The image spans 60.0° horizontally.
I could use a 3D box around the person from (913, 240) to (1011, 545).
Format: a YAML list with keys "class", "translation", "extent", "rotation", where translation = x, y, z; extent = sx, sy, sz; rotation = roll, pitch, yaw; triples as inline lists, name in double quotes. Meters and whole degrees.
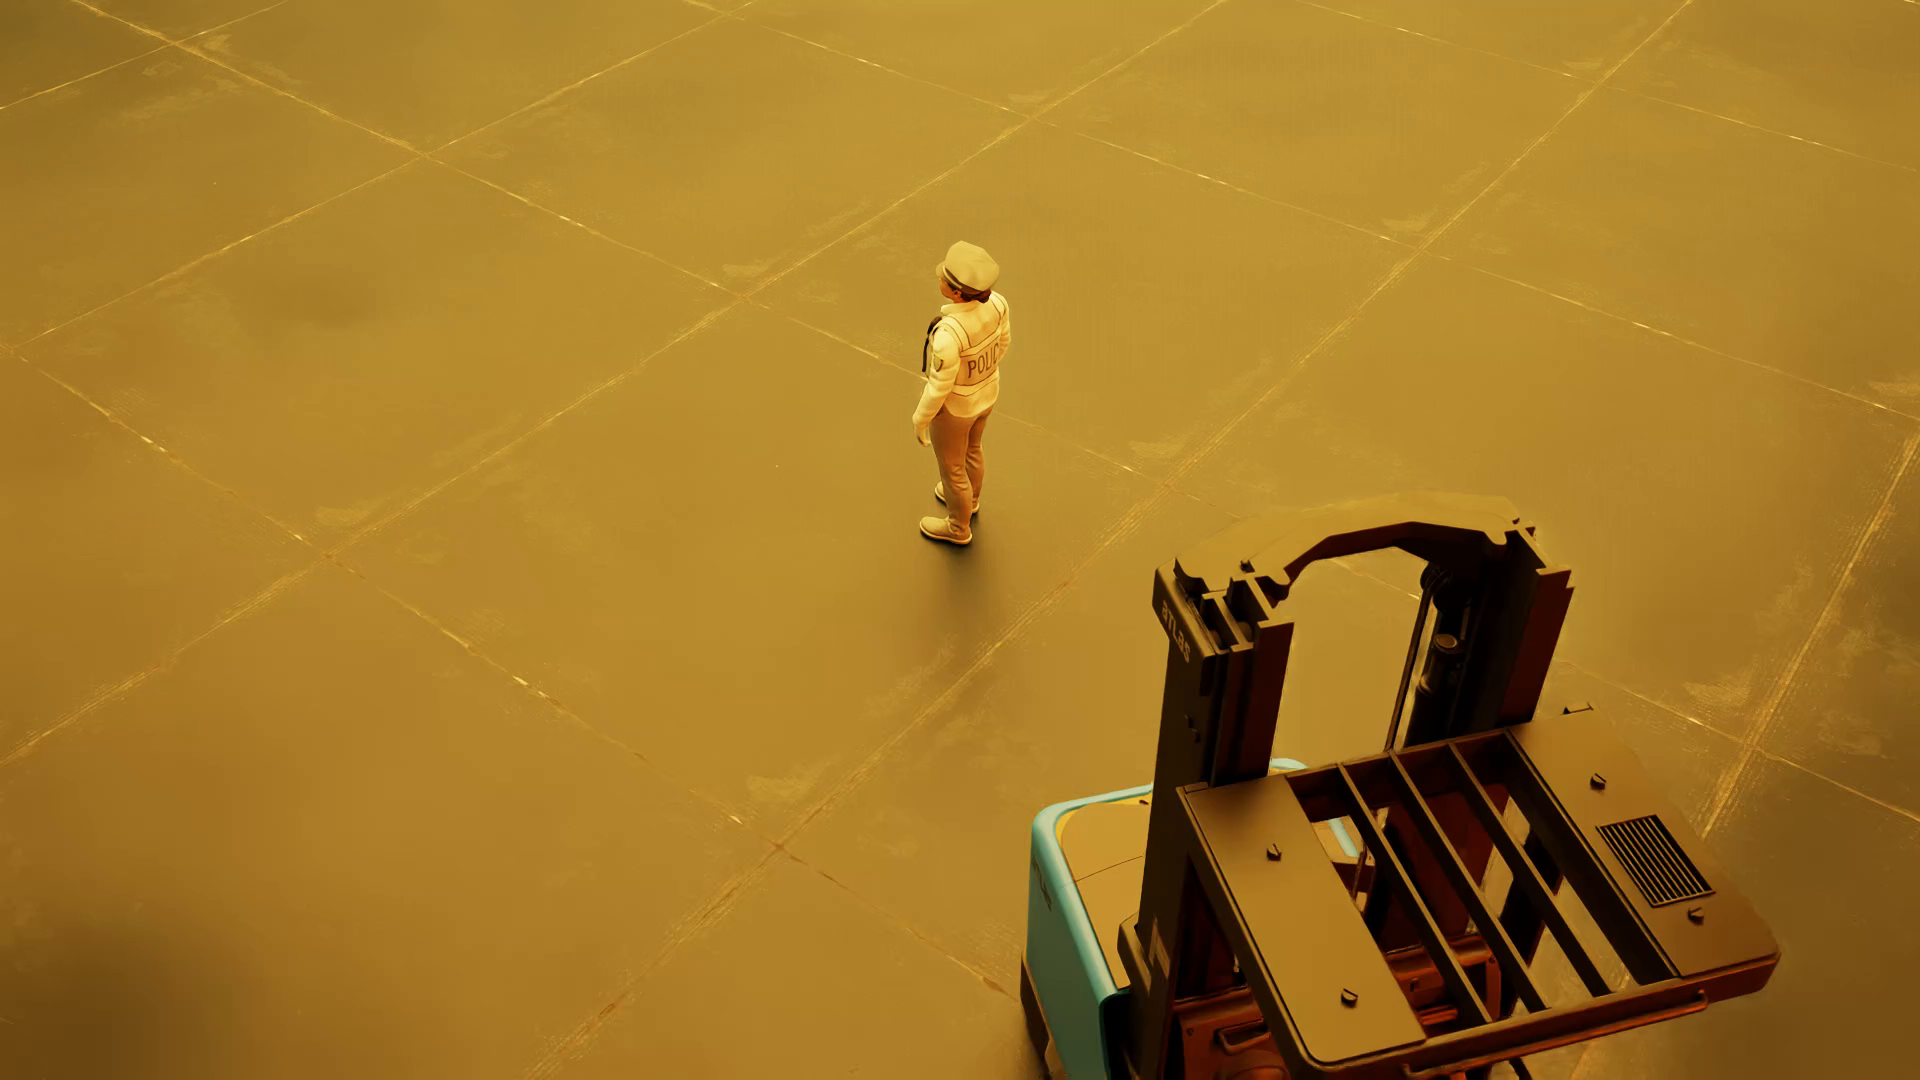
- class: "person"
  translation: [-0.050, -0.681, 7.815]
  extent: [0.532, 1.694, 0.586]
  rotation: [26, 47, 28]

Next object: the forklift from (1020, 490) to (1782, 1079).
- class: "forklift"
  translation: [1.097, 1.453, 4.370]
  extent: [1.130, 2.935, 3.031]
  rotation: [-10, 41, -11]
